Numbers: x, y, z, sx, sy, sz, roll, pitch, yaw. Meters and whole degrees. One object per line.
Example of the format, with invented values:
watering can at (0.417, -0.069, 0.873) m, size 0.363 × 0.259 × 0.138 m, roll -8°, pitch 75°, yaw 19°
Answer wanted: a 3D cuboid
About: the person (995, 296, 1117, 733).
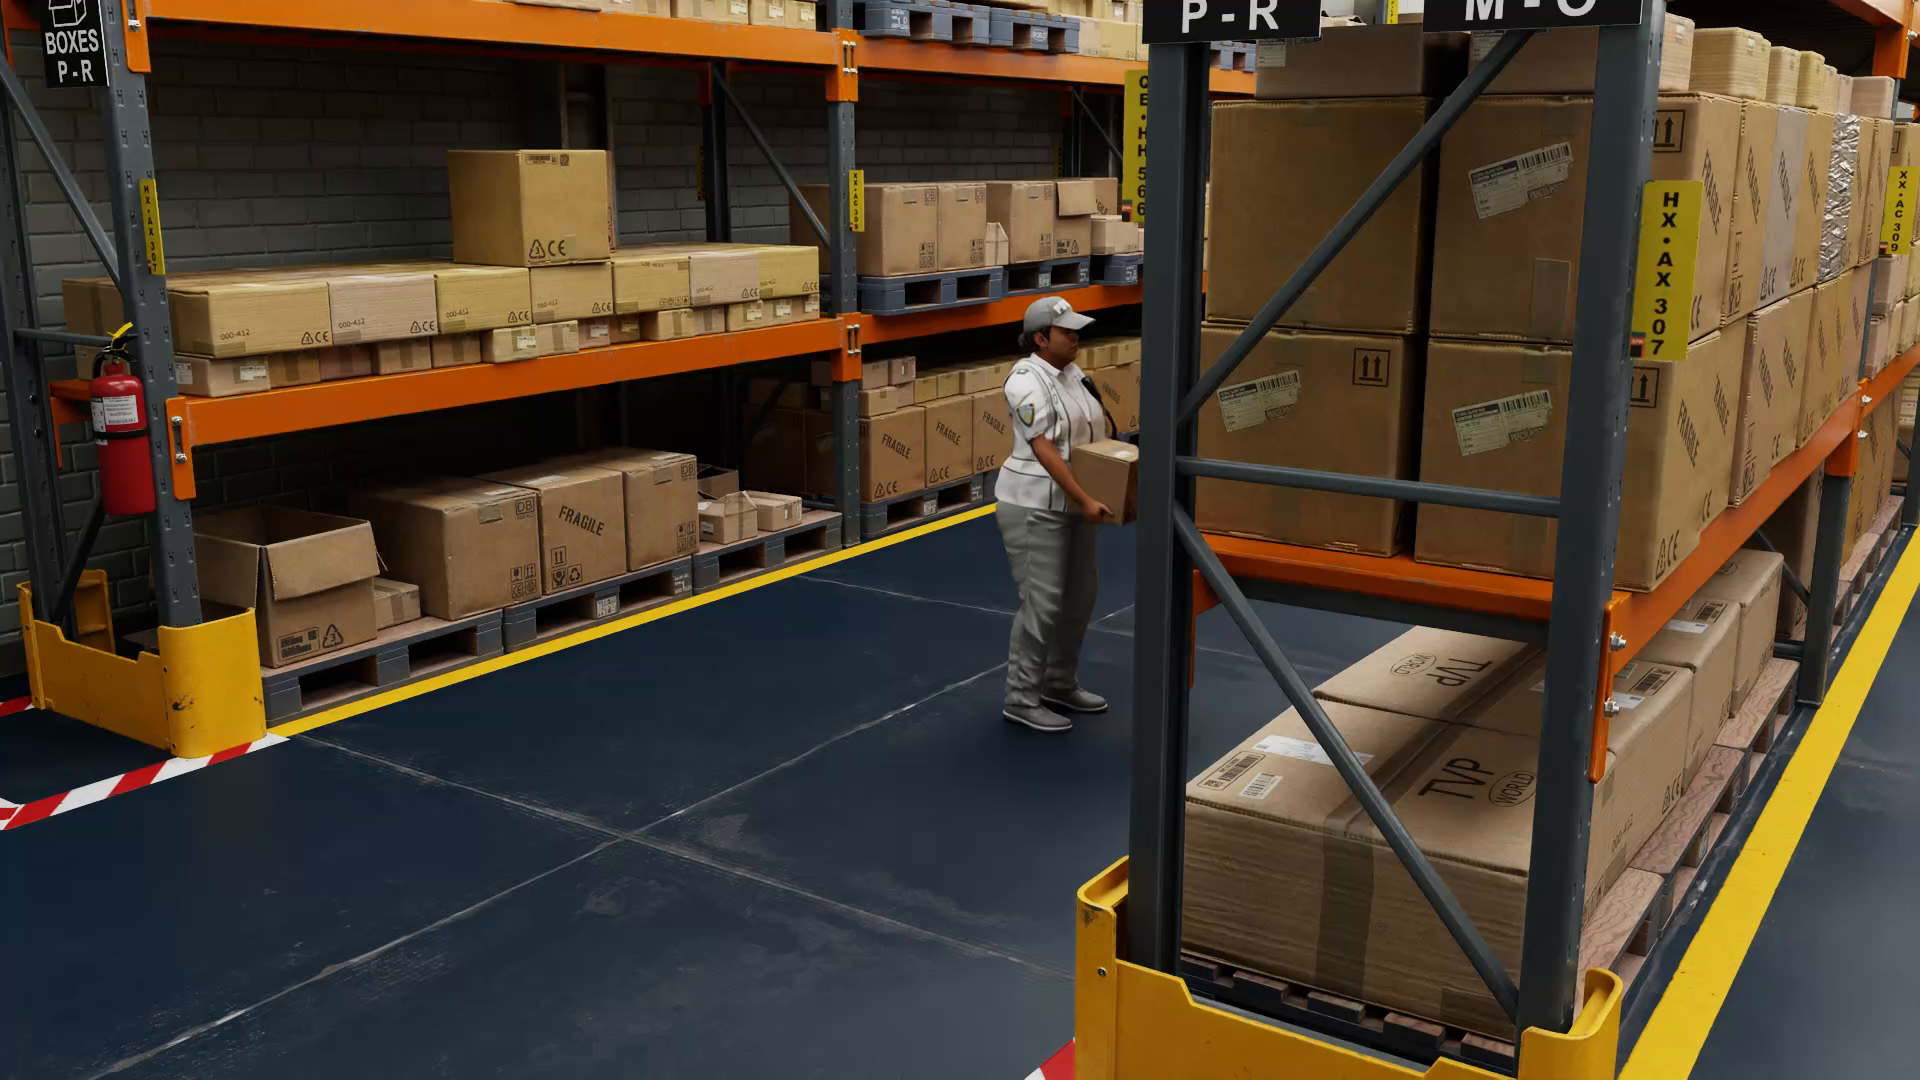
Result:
person at (0.423, -0.101, 6.436) m, size 0.545 × 1.662 × 0.452 m, roll 9°, pitch 16°, yaw 33°
